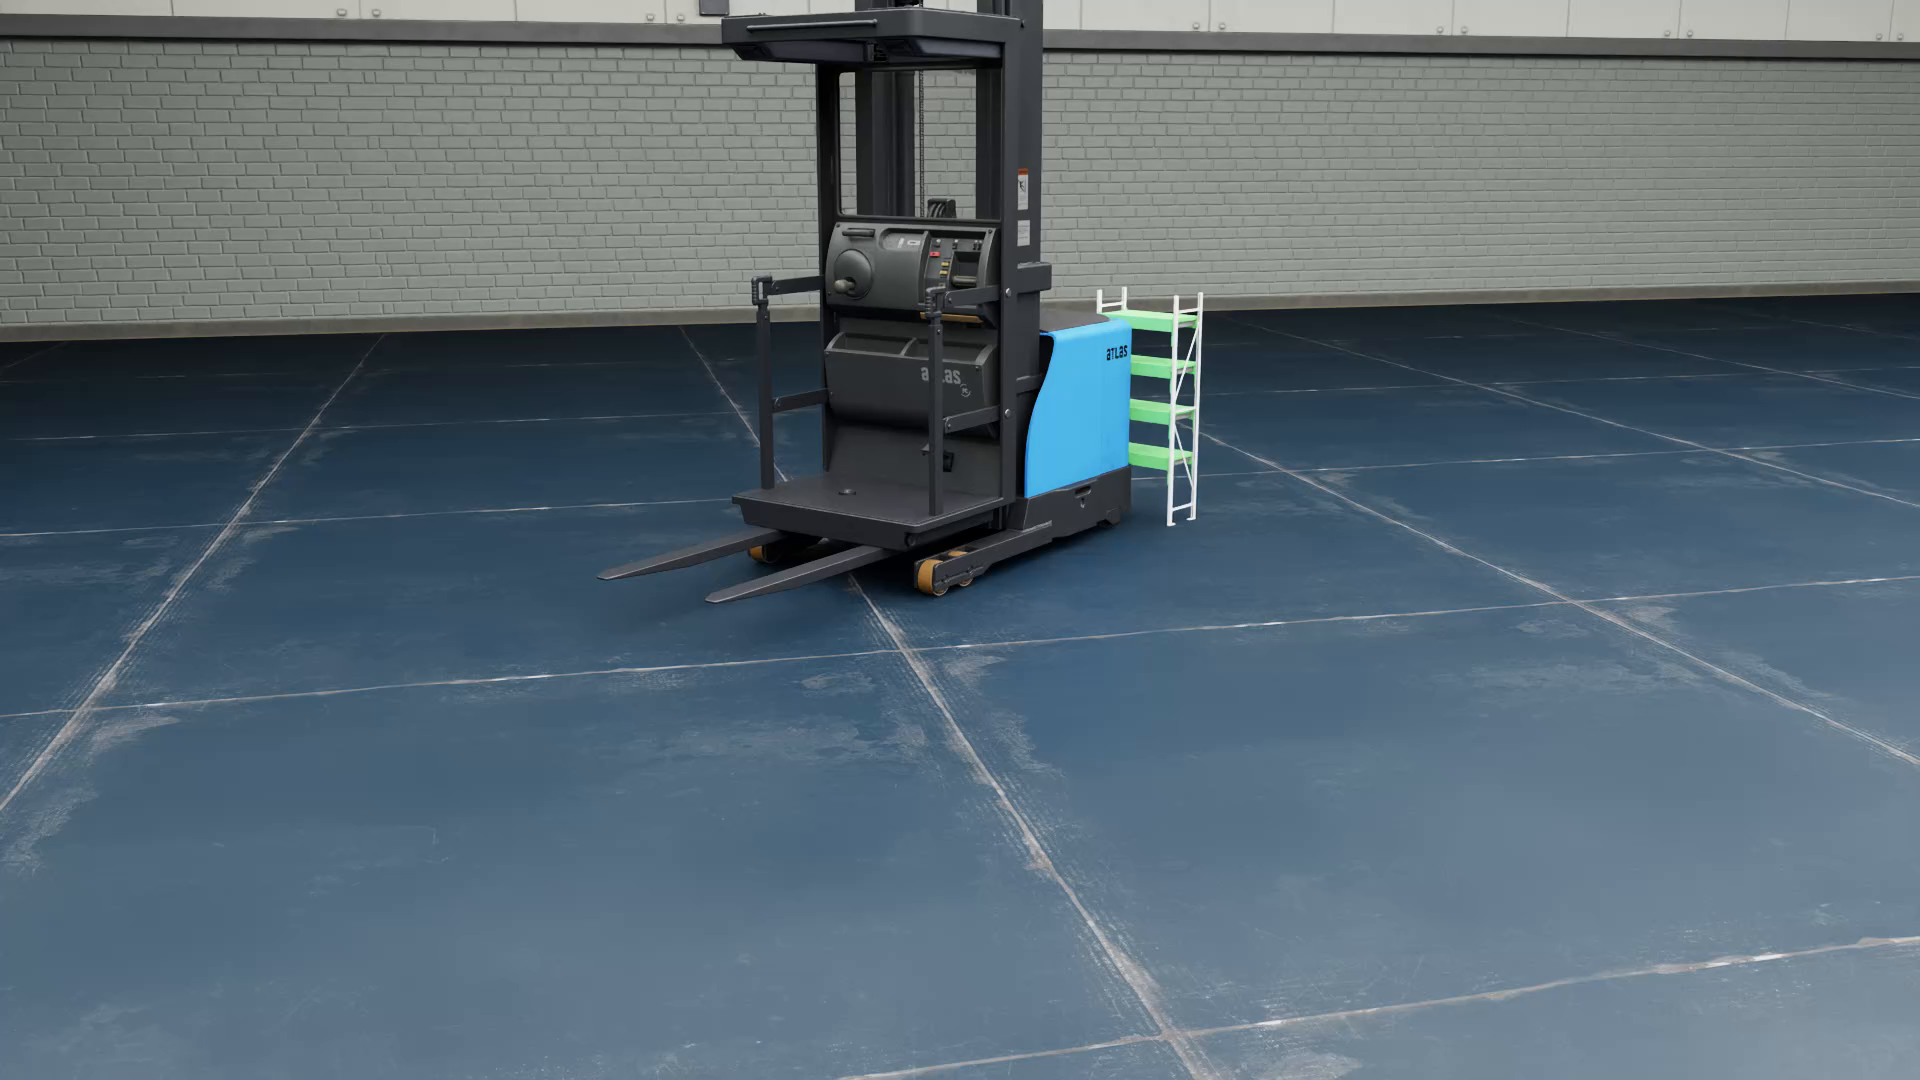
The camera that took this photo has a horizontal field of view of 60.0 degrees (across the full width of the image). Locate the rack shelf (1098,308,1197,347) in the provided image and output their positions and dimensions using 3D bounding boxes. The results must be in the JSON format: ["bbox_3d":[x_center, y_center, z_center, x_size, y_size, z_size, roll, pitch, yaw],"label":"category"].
[{"bbox_3d":[0.990,-1.119,8.726,0.480,0.148,0.258,12,18,40],"label":"rack shelf"}]

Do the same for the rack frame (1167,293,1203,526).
[{"bbox_3d":[1.172,-0.676,8.666,0.015,1.200,0.240,12,18,40],"label":"rack frame"}]

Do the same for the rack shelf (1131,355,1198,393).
[{"bbox_3d":[0.990,-0.886,8.783,0.480,0.148,0.258,12,18,40],"label":"rack shelf"}]

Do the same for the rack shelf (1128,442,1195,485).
[{"bbox_3d":[0.990,-0.419,8.896,0.480,0.148,0.258,12,18,40],"label":"rack shelf"}]

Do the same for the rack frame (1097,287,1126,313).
[{"bbox_3d":[0.808,-0.753,8.982,0.015,1.200,0.240,12,18,40],"label":"rack frame"}]

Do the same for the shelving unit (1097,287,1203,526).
[{"bbox_3d":[0.990,-0.715,8.824,0.503,1.200,0.258,12,18,40],"label":"shelving unit"}]

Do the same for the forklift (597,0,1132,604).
[{"bbox_3d":[-0.358,-1.303,7.585,1.130,2.935,3.031,9,17,34],"label":"forklift"}]

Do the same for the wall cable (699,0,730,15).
[{"bbox_3d":[-1.572,-8.419,16.761,2.305,6.003,0.169,-3,14,-13],"label":"wall cable"}]

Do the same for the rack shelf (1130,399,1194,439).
[{"bbox_3d":[0.990,-0.653,8.839,0.480,0.148,0.258,12,18,40],"label":"rack shelf"}]
